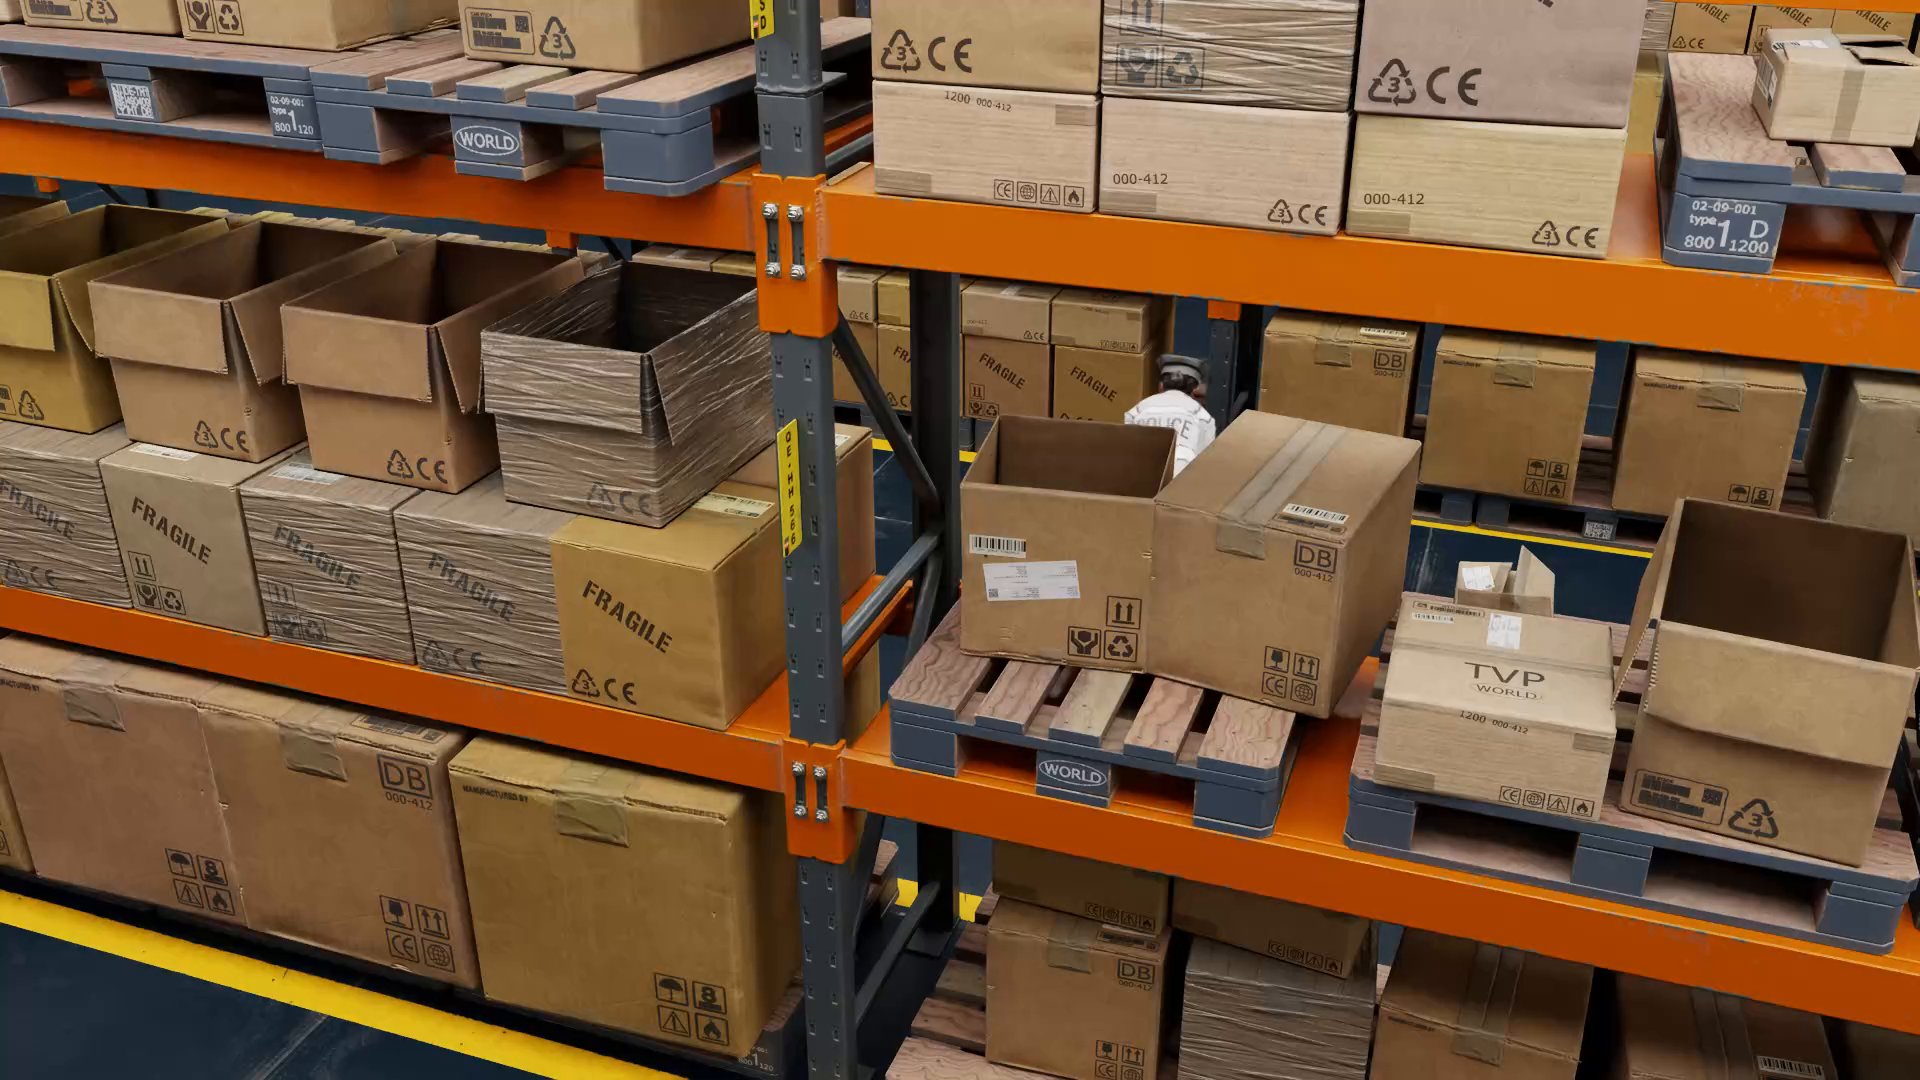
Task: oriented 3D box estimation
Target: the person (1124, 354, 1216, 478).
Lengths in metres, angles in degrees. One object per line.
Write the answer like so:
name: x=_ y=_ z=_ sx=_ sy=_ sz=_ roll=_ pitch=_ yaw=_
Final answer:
person: x=0.900 y=-0.133 z=7.346 sx=0.420 sy=1.270 sz=0.887 roll=8 pitch=27 yaw=16
